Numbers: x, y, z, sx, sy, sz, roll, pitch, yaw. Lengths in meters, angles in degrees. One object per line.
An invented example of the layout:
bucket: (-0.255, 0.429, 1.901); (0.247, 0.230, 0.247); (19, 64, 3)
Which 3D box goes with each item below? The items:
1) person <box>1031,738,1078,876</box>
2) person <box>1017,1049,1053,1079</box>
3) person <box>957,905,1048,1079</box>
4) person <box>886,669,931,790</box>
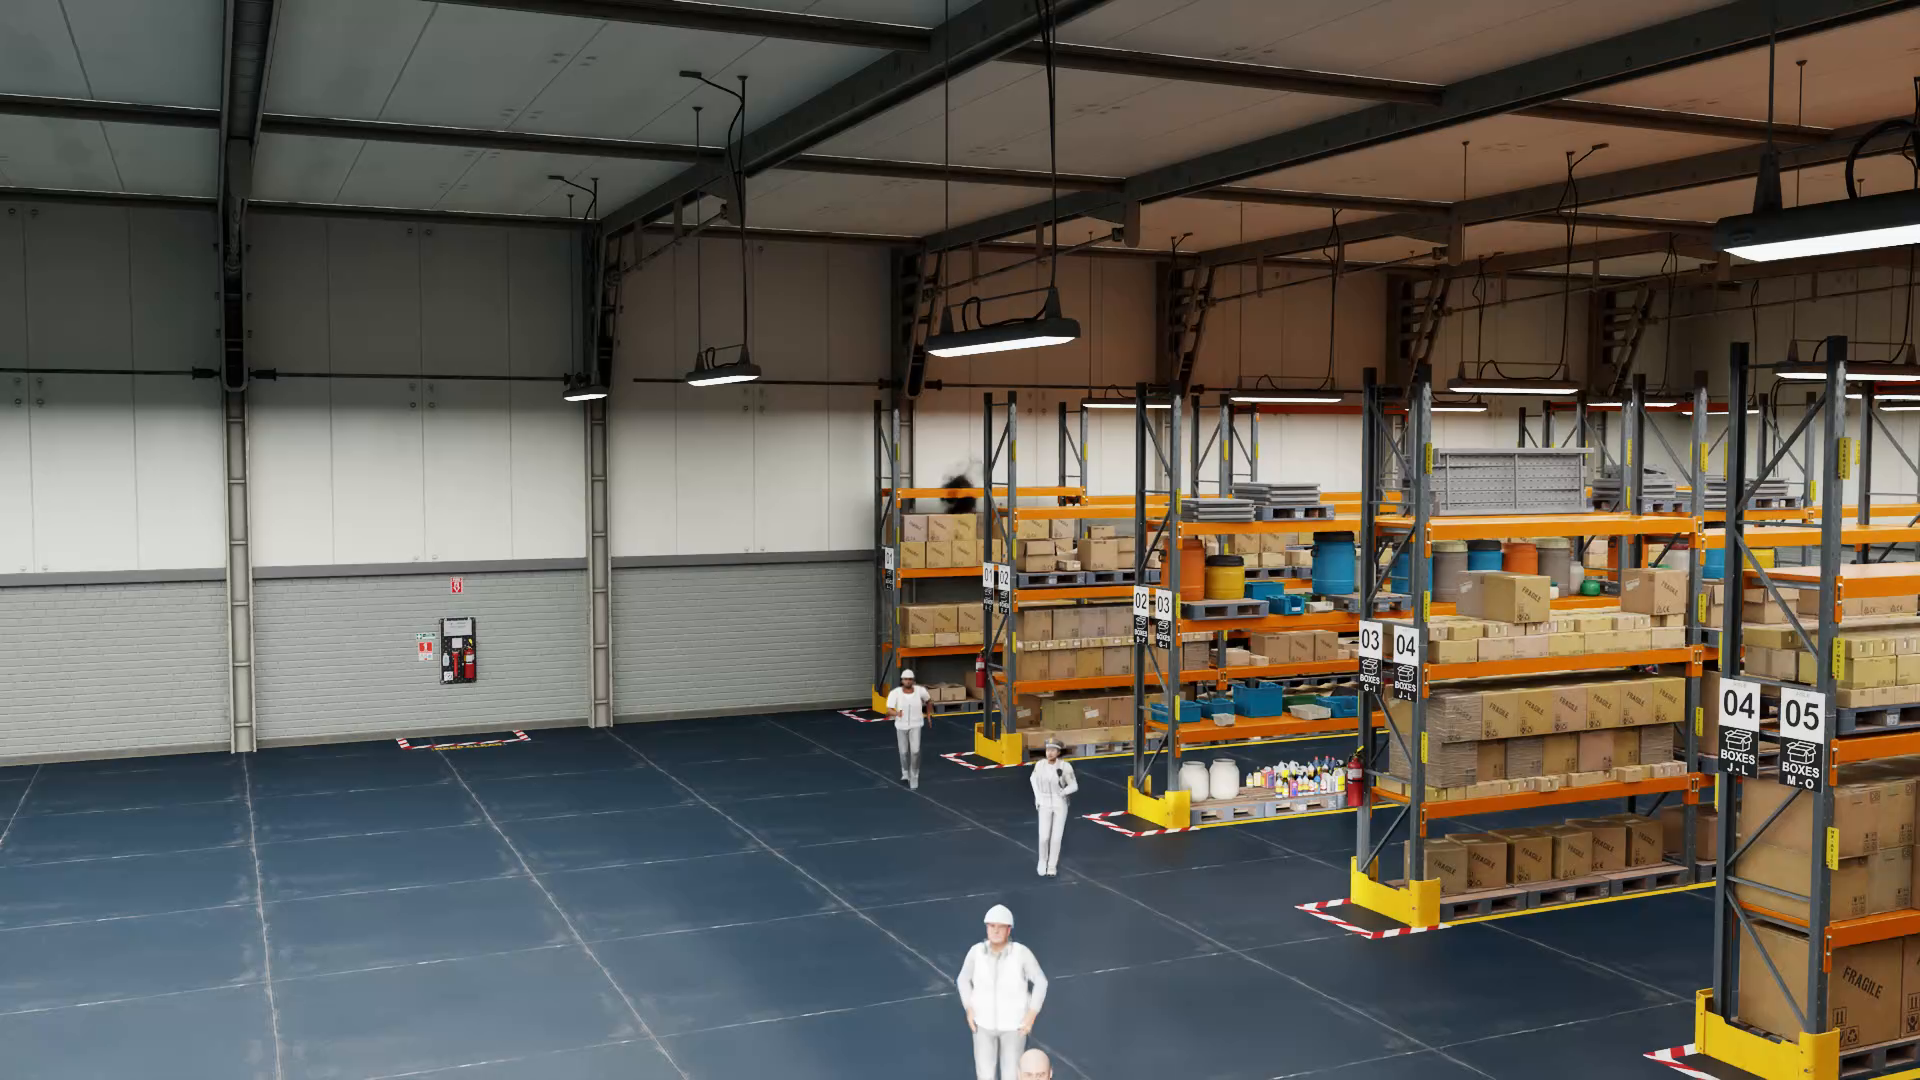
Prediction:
person: (1.103, 3.175, 19.733); (0.589, 1.674, 0.616); (1, 3, 9)
person: (0.409, 3.699, 9.283); (0.703, 1.764, 1.059); (0, 3, 3)
person: (0.314, 3.578, 12.456); (0.684, 1.731, 0.641); (1, 3, 10)
person: (-0.766, 2.837, 24.953); (0.668, 1.806, 0.823); (0, 3, 1)
